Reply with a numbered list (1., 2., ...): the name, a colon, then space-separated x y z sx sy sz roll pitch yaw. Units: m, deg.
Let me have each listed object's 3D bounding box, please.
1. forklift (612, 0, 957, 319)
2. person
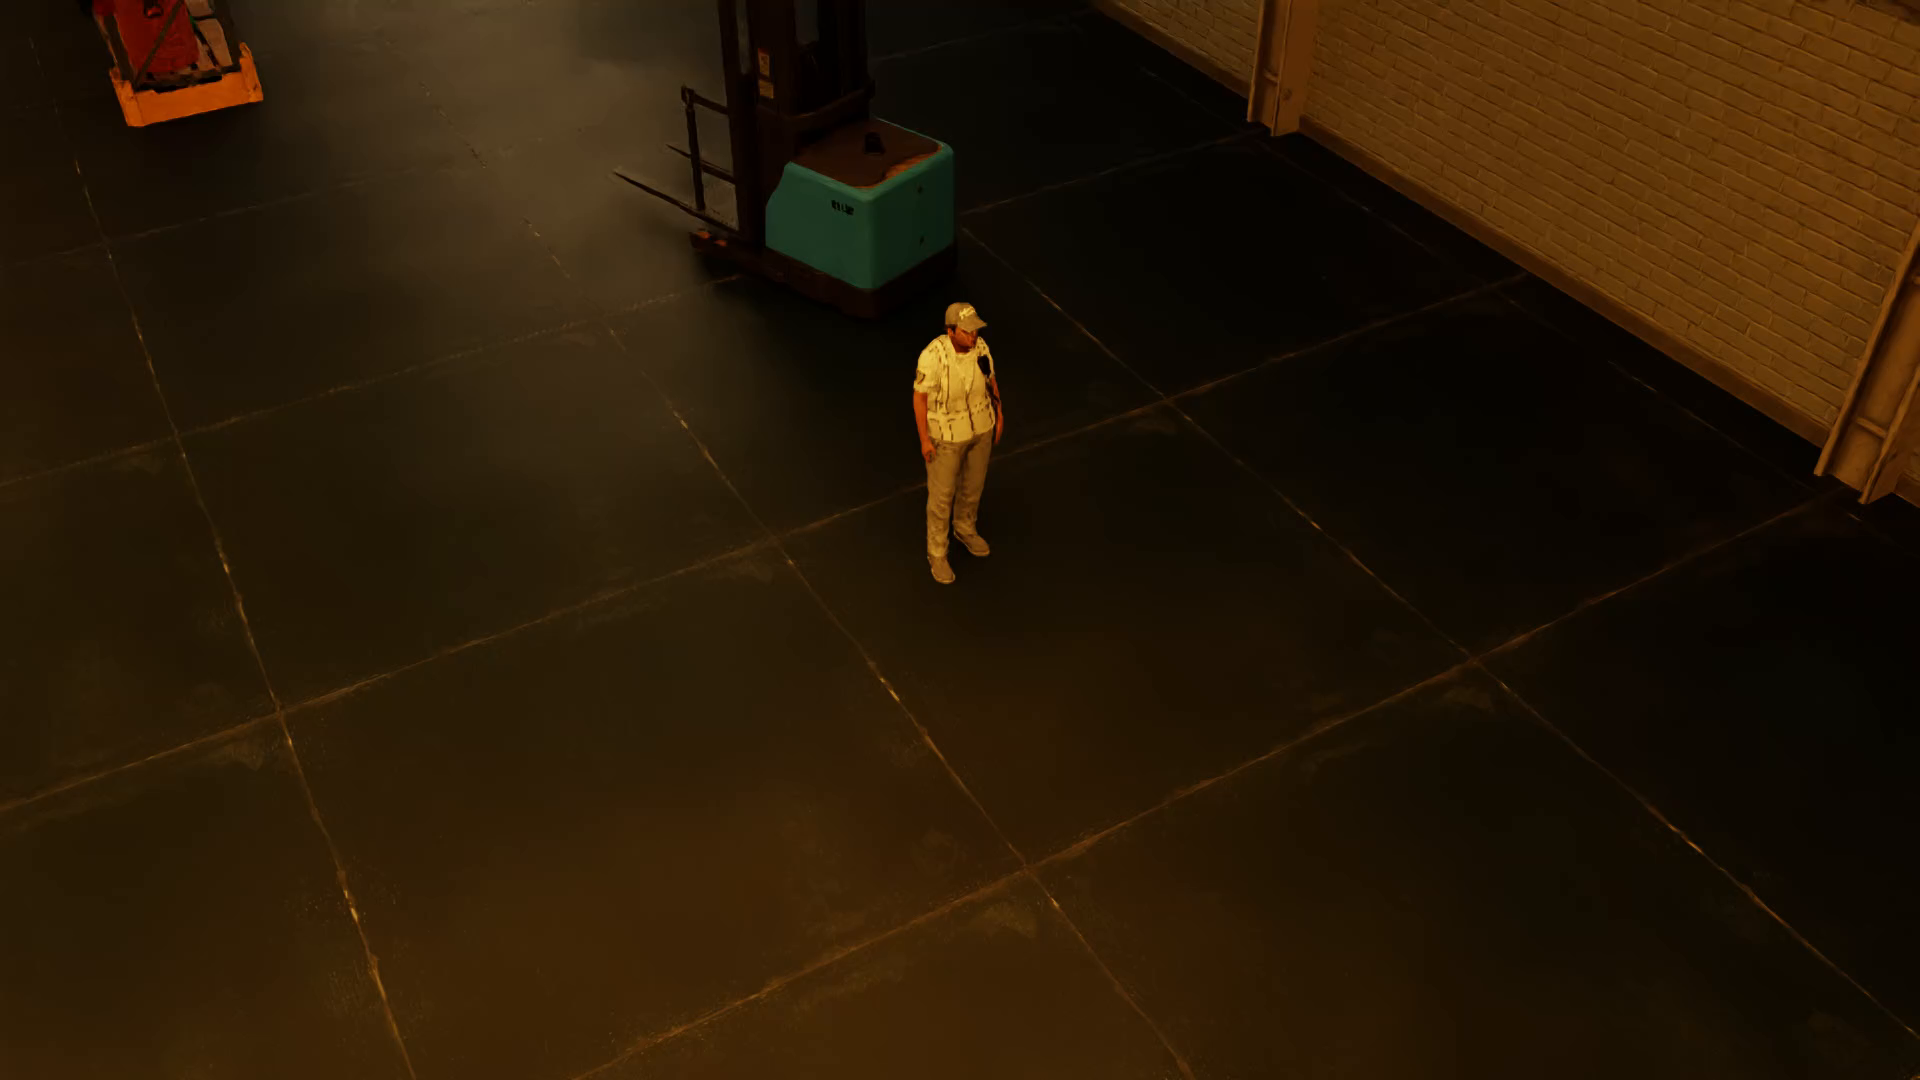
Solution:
1. forklift: -1.479 -3.538 12.302 3.031 2.935 1.130 28 47 30
2. person: 0.019 -0.597 9.736 0.598 1.669 0.529 -20 44 -23
